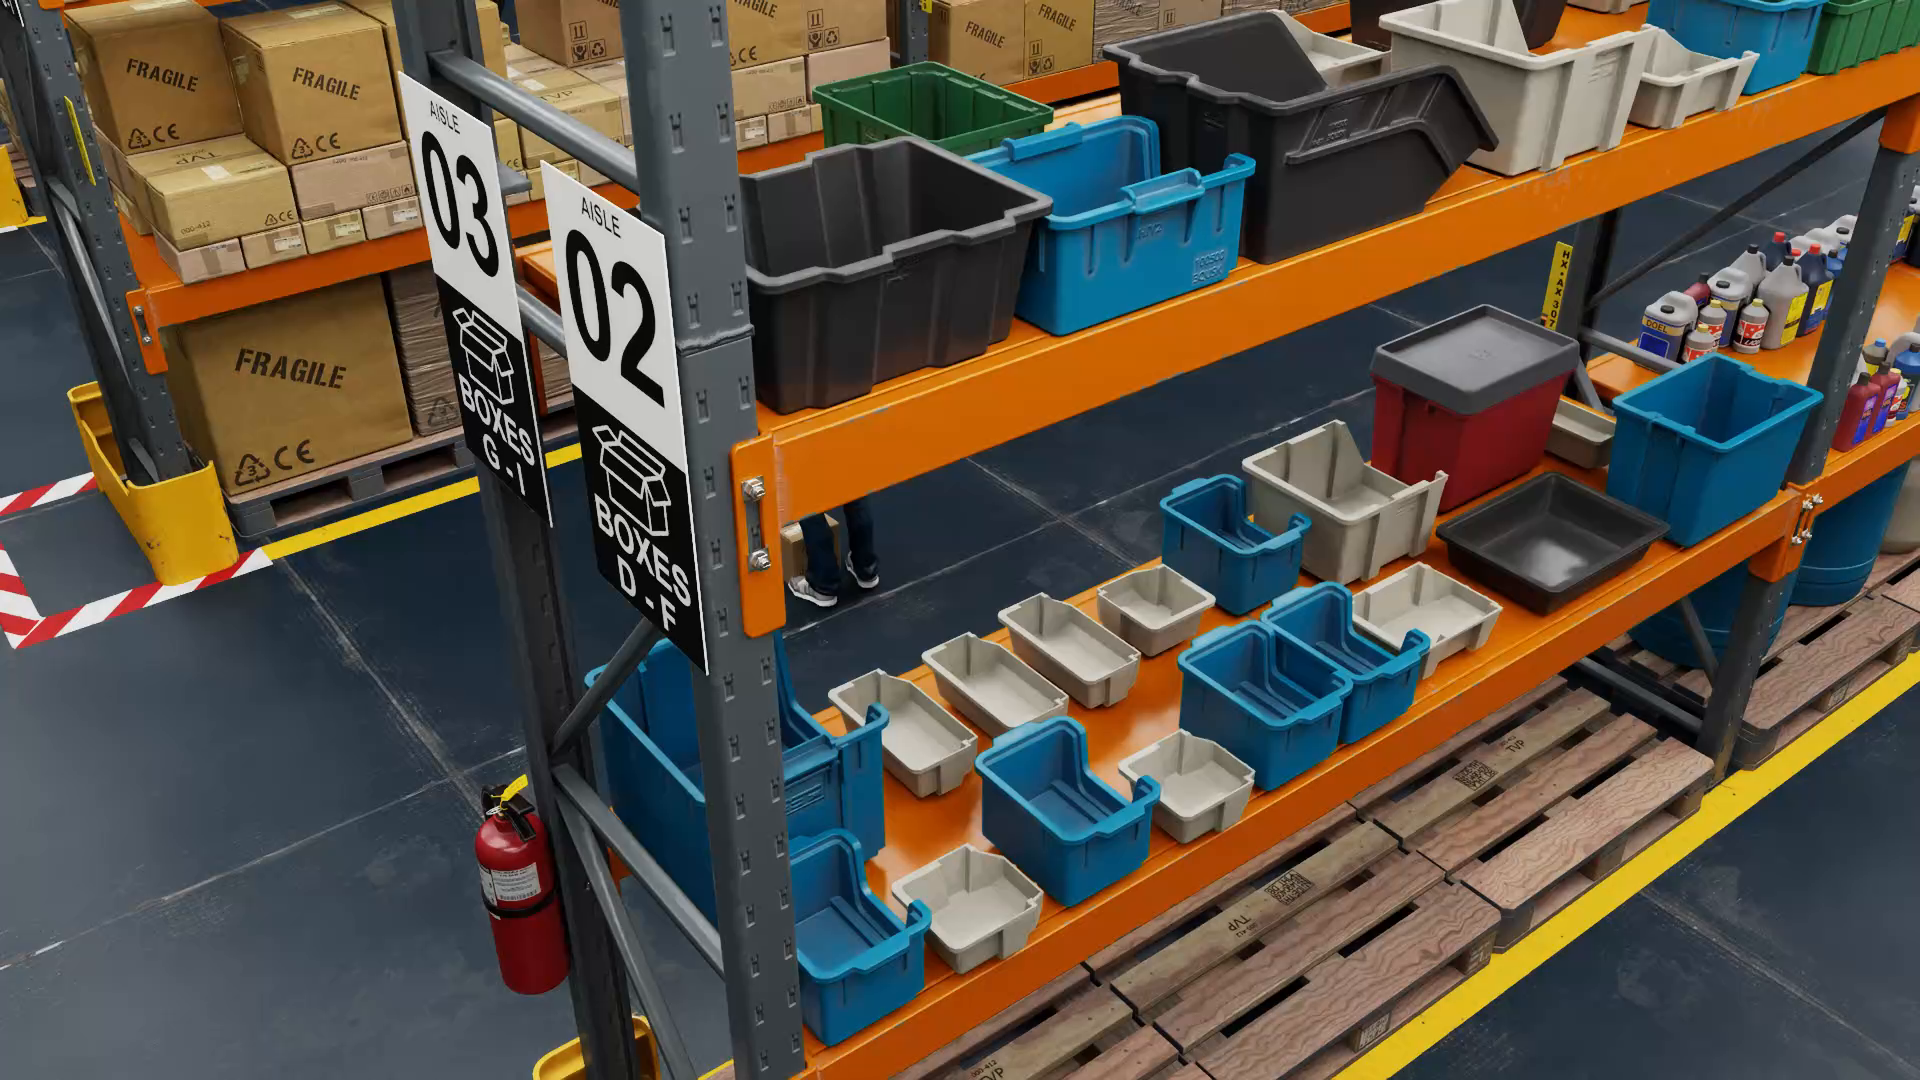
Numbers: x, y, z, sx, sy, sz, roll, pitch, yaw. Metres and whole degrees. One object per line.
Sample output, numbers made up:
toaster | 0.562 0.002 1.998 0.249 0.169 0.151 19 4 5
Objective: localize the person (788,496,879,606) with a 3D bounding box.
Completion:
person | -0.552 -0.444 6.841 0.484 1.594 0.340 -25 40 -33
